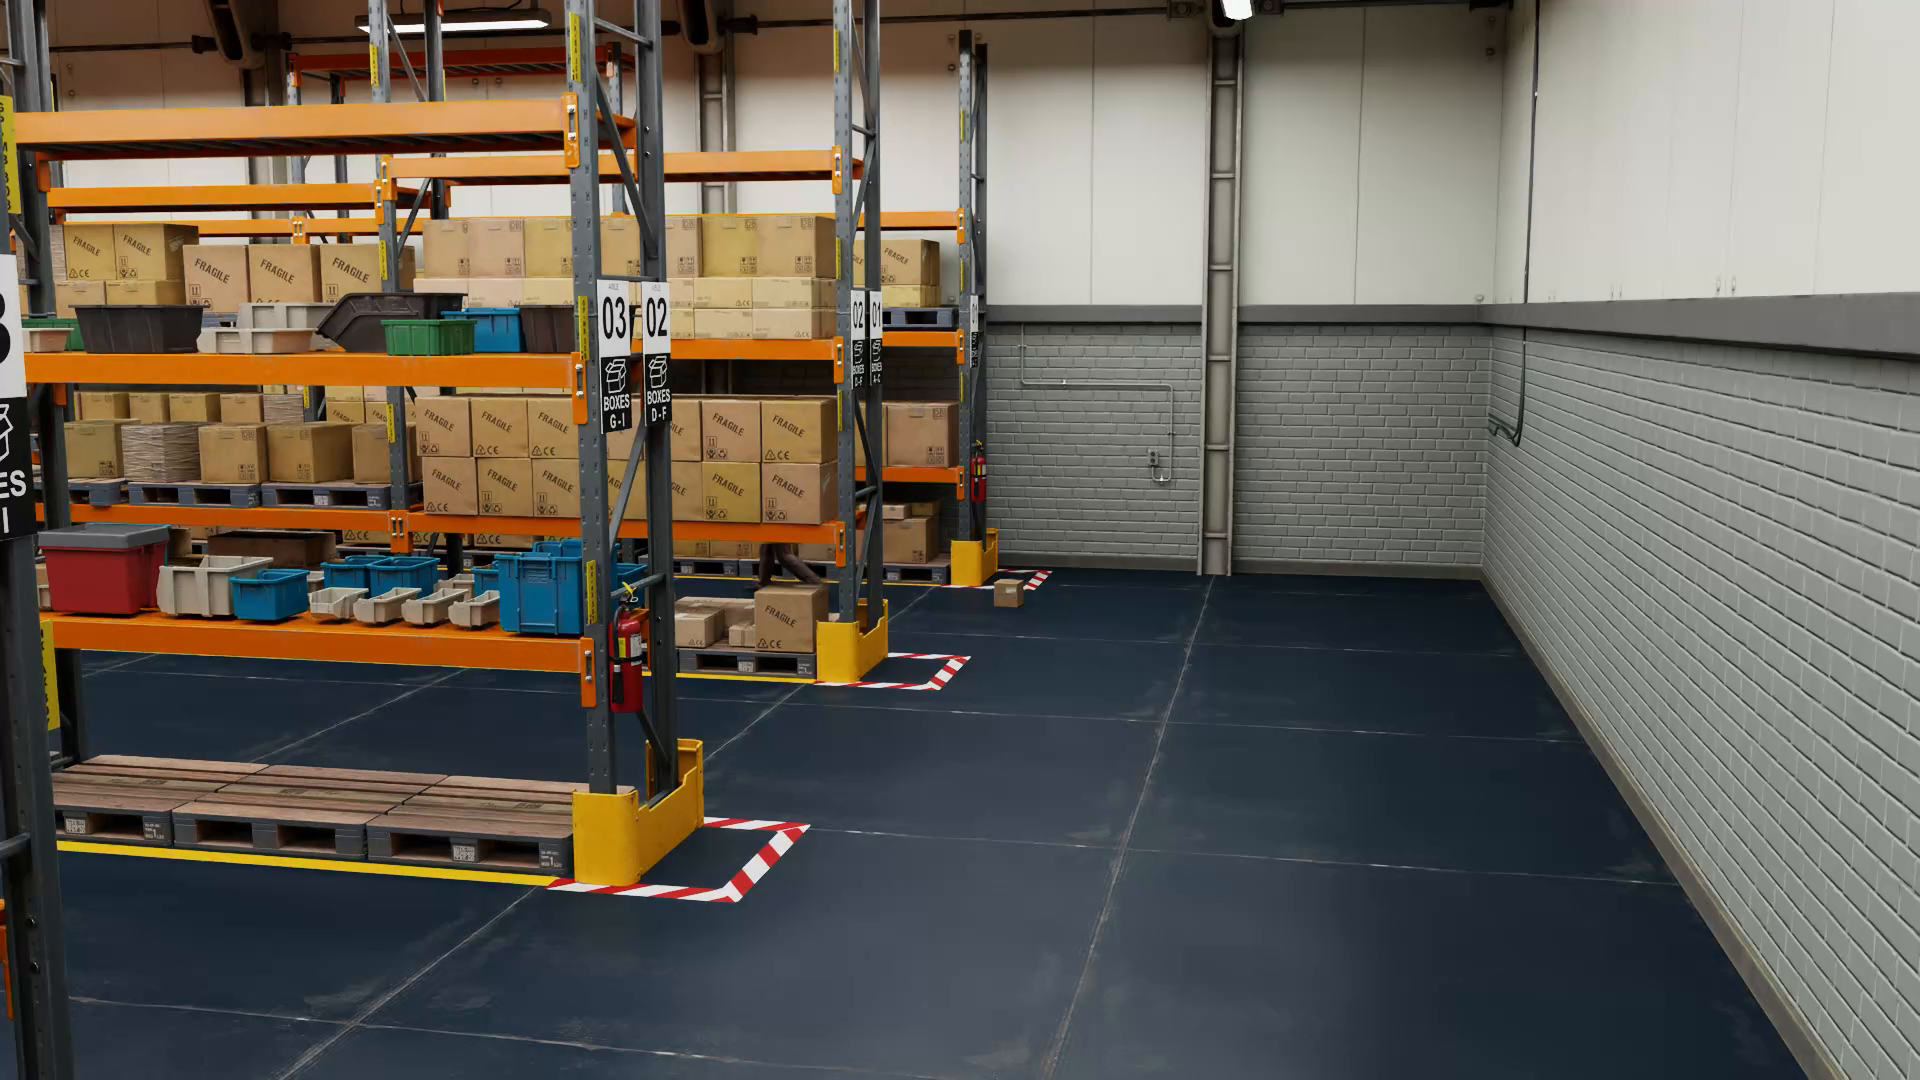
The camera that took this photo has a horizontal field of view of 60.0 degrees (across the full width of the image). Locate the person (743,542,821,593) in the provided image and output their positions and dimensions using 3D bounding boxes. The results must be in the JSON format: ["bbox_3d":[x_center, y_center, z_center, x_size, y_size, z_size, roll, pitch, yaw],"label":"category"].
[{"bbox_3d":[-1.899,-0.213,17.467,0.998,1.683,0.561,3,8,20],"label":"person"}]
